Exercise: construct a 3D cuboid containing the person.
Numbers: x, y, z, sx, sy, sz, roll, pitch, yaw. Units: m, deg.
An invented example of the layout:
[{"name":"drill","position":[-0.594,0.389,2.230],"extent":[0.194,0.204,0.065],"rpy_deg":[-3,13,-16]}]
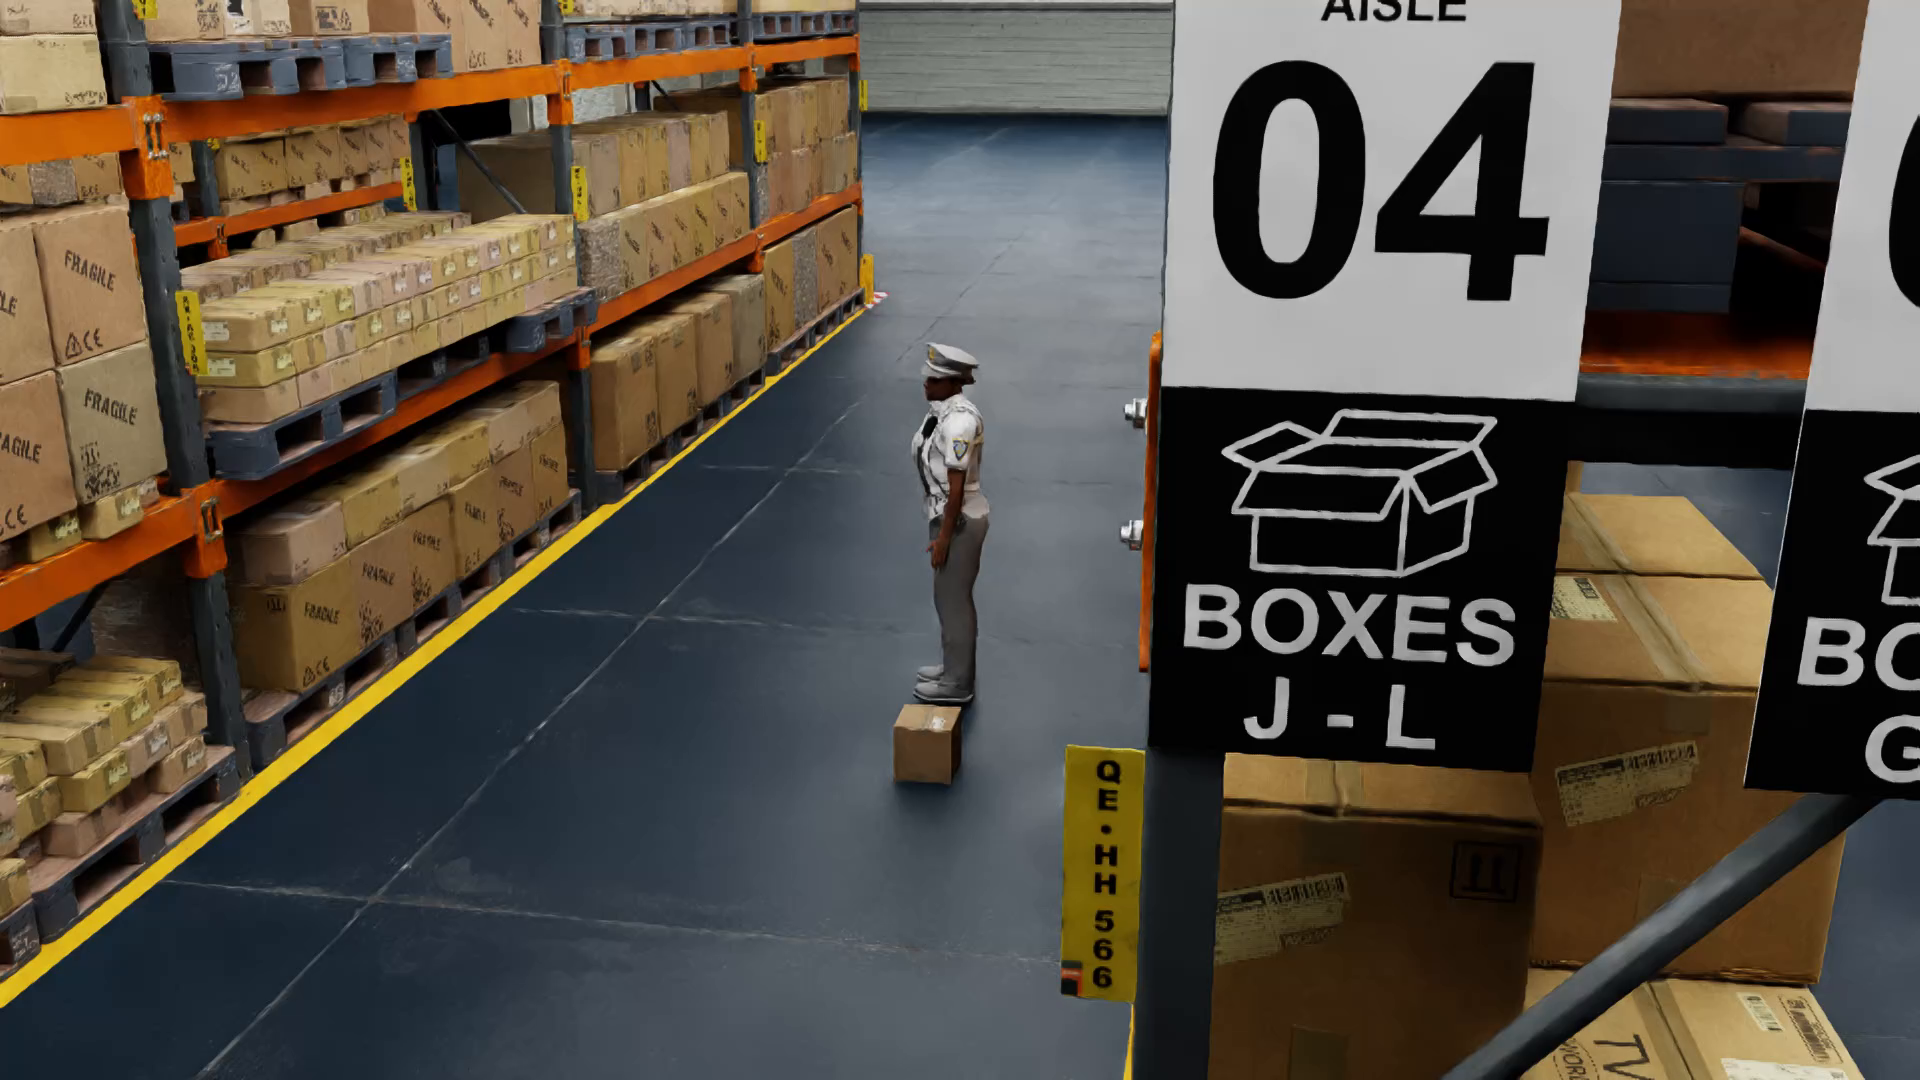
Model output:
[{"name":"person","position":[-0.049,-0.071,7.676],"extent":[0.364,1.691,0.502],"rpy_deg":[-2,18,-7]}]
